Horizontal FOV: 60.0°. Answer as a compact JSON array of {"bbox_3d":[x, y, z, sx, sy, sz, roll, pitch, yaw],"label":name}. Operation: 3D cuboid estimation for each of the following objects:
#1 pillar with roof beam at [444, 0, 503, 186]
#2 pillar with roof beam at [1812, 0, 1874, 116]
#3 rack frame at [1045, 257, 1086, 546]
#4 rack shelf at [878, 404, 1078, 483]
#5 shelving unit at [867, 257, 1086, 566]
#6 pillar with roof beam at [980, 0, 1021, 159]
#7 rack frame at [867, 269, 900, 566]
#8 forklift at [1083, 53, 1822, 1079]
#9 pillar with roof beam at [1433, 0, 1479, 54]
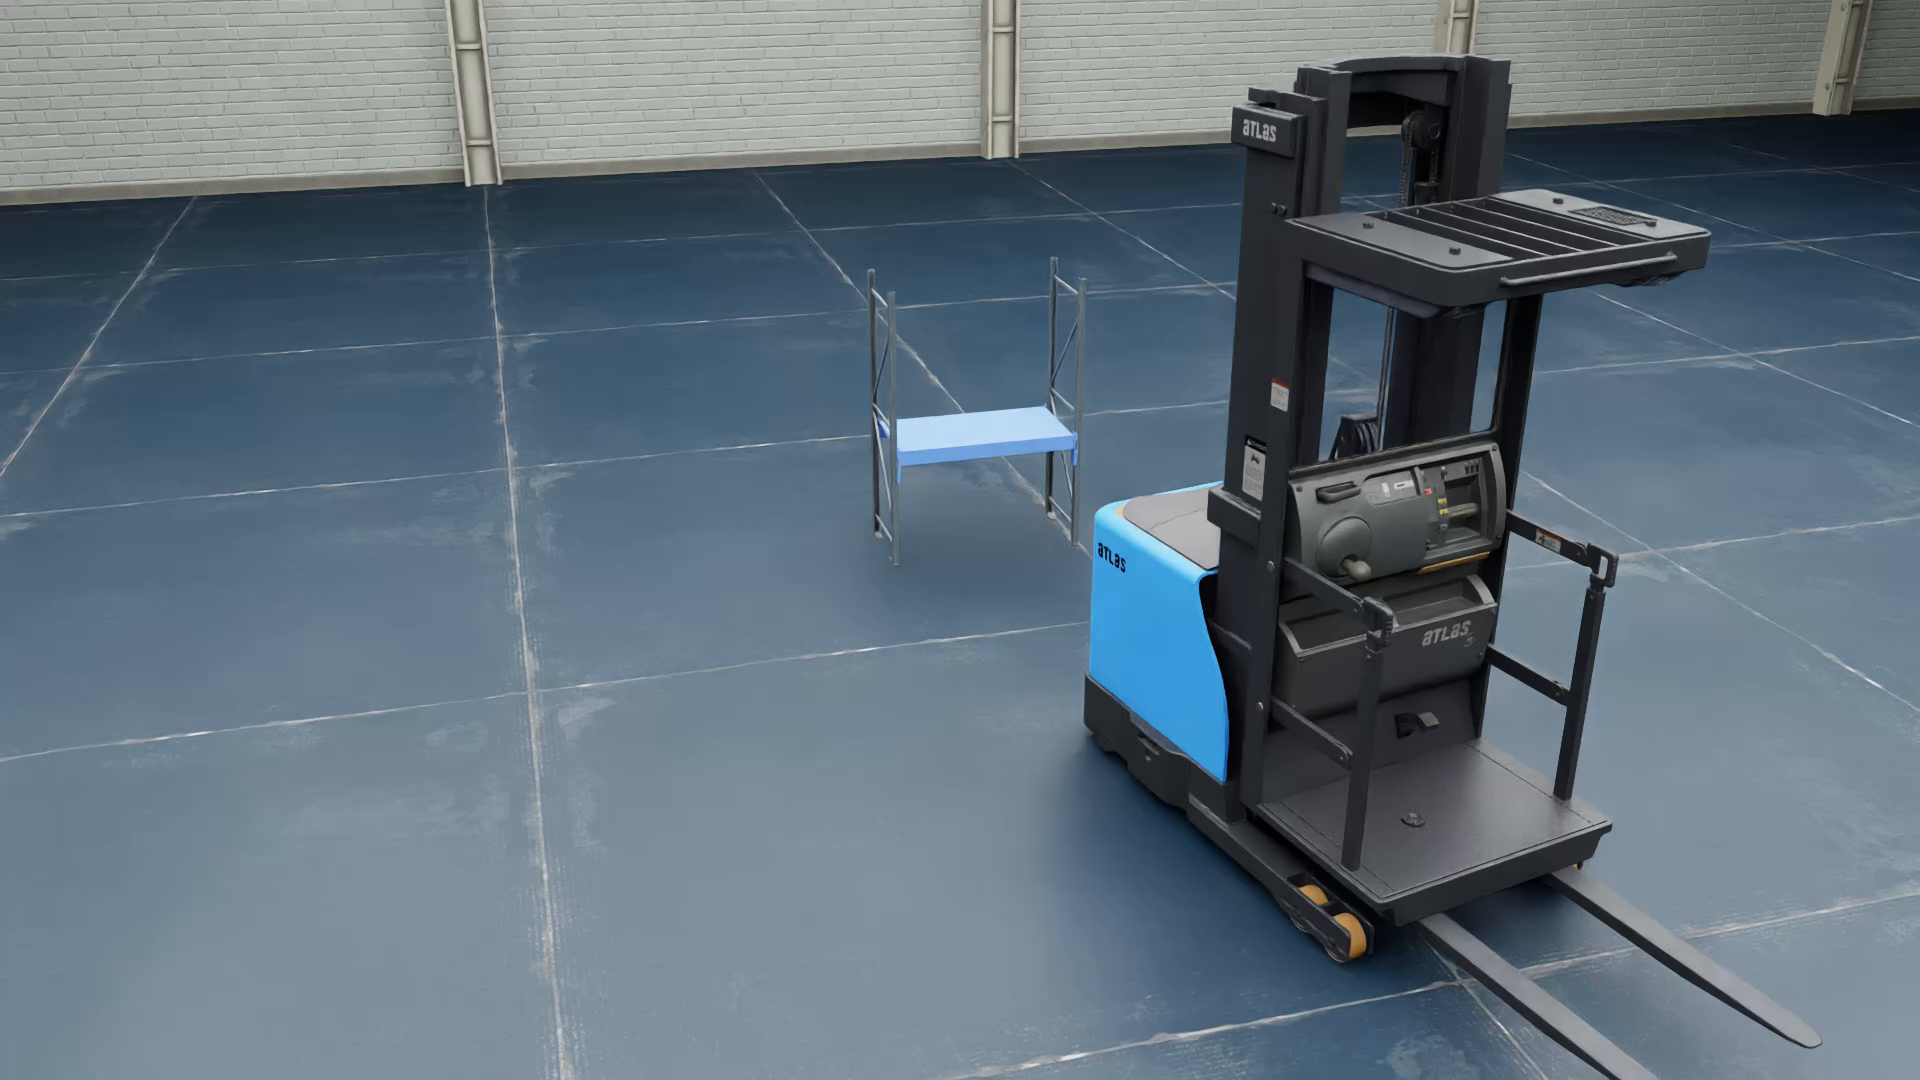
[{"bbox_3d":[-4.139,-6.478,12.936,0.400,9.000,9.100,-6,24,-14],"label":"pillar with roof beam"},{"bbox_3d":[13.192,-8.396,17.404,0.400,9.000,9.100,-6,24,-14],"label":"pillar with roof beam"},{"bbox_3d":[0.572,-0.752,9.102,0.032,1.500,0.500,-6,24,-14],"label":"rack frame"},{"bbox_3d":[0.082,-0.533,9.046,1.000,0.185,0.538,-6,24,-14],"label":"rack shelf"},{"bbox_3d":[0.082,-0.698,8.975,1.048,1.500,0.538,-6,24,-14],"label":"shelving unit"},{"bbox_3d":[1.638,-7.117,14.425,0.400,9.000,9.100,-6,24,-14],"label":"pillar with roof beam"},{"bbox_3d":[-0.407,-0.644,8.849,0.032,1.500,0.500,-6,24,-14],"label":"rack frame"},{"bbox_3d":[1.658,-0.073,5.704,1.130,2.935,3.031,-11,26,-25],"label":"forklift"},{"bbox_3d":[7.415,-7.756,15.915,0.400,9.000,9.100,-6,24,-14],"label":"pillar with roof beam"}]
